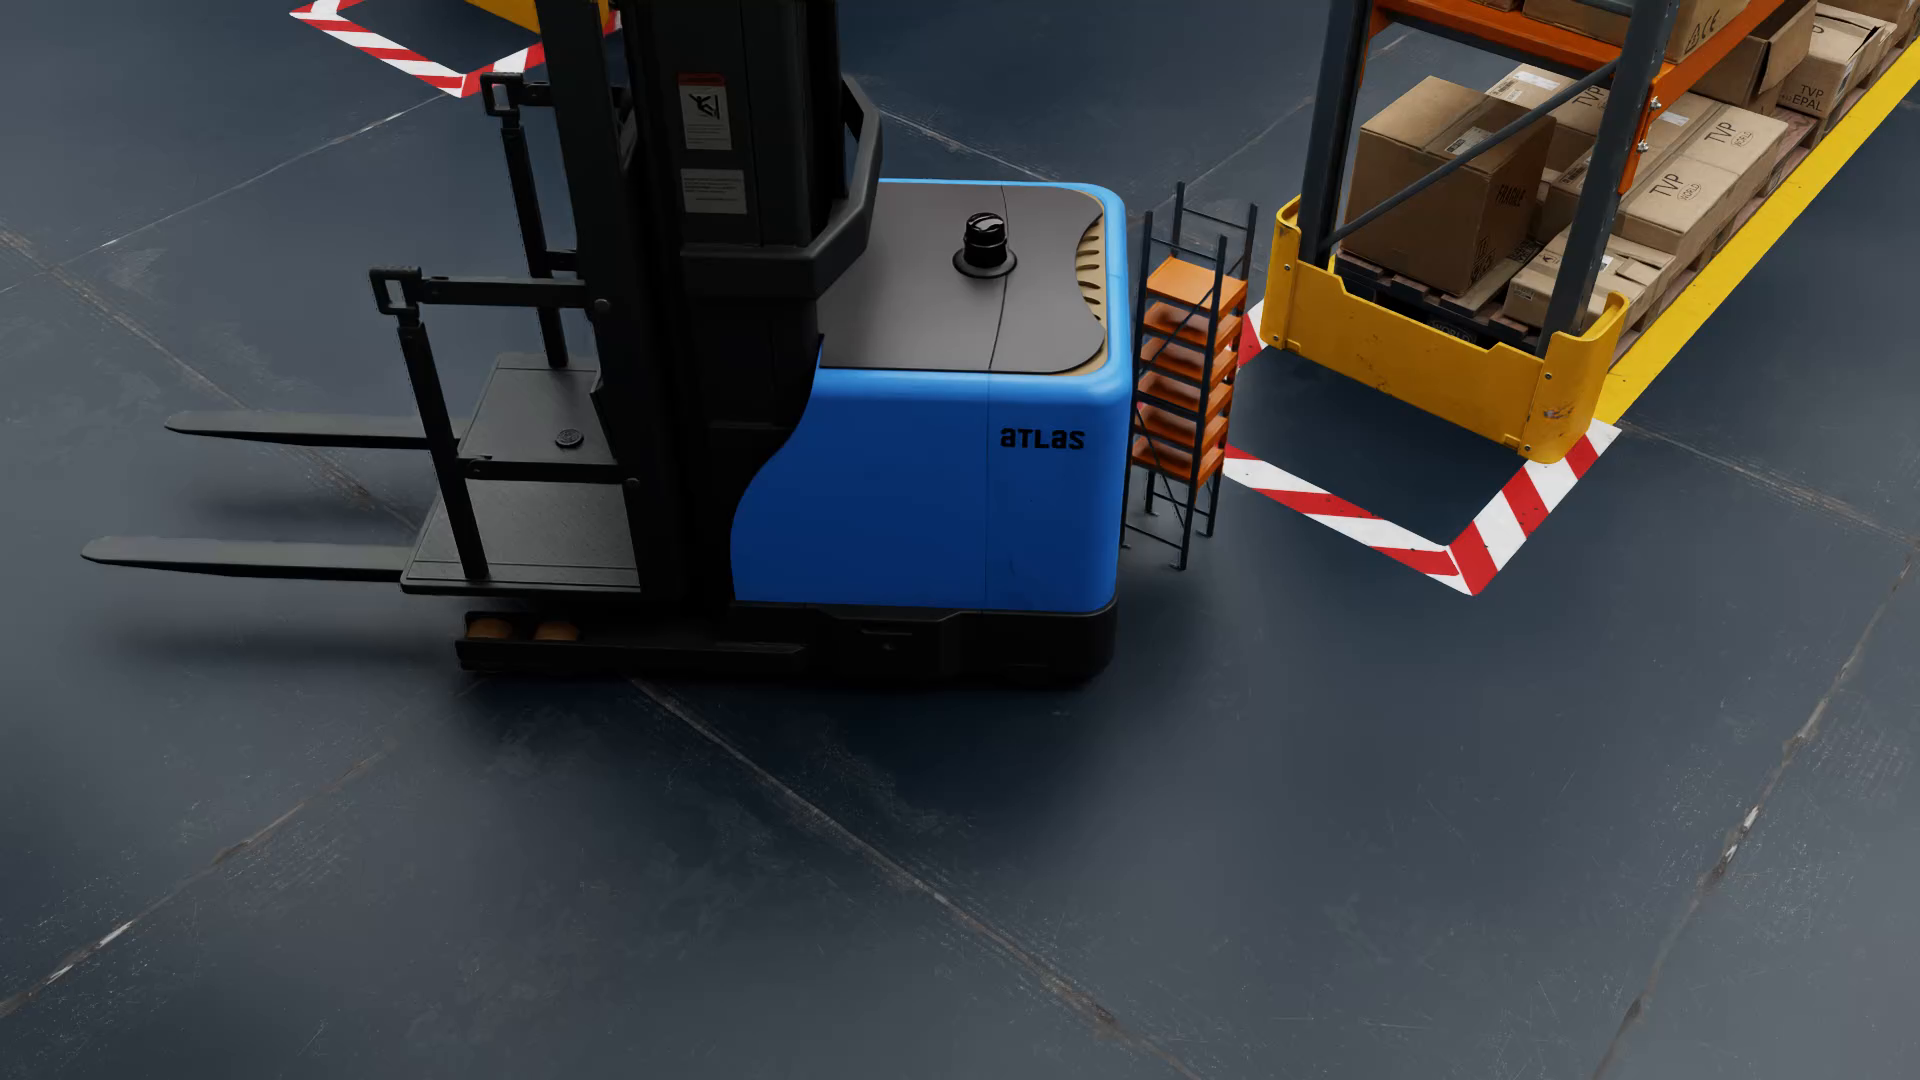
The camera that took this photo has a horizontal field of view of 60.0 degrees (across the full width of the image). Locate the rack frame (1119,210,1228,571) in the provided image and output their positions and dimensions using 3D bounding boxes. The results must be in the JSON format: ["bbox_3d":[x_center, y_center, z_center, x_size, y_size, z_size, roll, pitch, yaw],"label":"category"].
[{"bbox_3d":[0.597,-0.392,4.789,0.240,1.200,0.006,24,47,24],"label":"rack frame"}]

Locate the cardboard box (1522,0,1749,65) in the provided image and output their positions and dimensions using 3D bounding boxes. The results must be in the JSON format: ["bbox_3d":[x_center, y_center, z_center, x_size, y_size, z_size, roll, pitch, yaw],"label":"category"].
[{"bbox_3d":[2.062,-1.797,4.923,0.500,0.500,0.500,31,50,29],"label":"cardboard box"}]

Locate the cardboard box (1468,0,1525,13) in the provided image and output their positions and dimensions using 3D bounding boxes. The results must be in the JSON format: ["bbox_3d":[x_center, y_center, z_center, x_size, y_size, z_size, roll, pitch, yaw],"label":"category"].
[{"bbox_3d":[1.655,-2.031,5.180,0.500,0.500,0.500,31,51,30],"label":"cardboard box"}]

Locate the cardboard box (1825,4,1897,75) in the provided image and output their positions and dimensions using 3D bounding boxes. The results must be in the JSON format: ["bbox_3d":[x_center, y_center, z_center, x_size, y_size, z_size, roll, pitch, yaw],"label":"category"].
[{"bbox_3d":[3.804,-2.178,7.208,0.380,0.149,0.250,29,50,28],"label":"cardboard box"}]

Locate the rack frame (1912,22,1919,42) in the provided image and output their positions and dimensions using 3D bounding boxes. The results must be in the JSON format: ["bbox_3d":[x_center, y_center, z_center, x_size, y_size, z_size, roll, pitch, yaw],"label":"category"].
[{"bbox_3d":[4.149,-3.706,7.096,1.000,3.000,0.127,29,50,28],"label":"rack frame"}]

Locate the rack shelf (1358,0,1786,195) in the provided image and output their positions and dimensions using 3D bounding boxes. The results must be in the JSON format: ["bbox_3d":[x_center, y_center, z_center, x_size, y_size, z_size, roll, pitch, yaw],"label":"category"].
[{"bbox_3d":[2.862,-2.410,6.205,1.077,0.370,4.000,29,50,28],"label":"rack shelf"}]

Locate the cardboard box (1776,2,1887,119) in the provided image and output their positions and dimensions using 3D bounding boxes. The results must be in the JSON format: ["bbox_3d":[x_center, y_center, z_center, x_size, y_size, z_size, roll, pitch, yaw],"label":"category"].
[{"bbox_3d":[3.517,-2.071,6.970,0.500,0.311,0.500,29,50,28],"label":"cardboard box"}]

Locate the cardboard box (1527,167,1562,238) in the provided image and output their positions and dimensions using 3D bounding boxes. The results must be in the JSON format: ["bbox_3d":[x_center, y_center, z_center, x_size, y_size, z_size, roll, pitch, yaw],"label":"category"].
[{"bbox_3d":[2.066,-1.317,6.247,0.380,0.166,0.250,29,50,28],"label":"cardboard box"}]

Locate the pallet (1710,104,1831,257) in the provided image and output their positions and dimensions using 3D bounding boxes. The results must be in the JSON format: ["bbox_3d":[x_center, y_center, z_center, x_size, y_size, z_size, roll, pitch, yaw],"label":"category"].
[{"bbox_3d":[2.921,-1.690,6.951,1.003,0.211,1.213,29,50,28],"label":"pallet"}]

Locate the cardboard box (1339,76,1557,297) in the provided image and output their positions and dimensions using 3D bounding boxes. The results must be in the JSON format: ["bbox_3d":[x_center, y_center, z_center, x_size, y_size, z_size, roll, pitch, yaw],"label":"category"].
[{"bbox_3d":[1.736,-1.271,5.949,0.500,0.500,0.500,29,50,28],"label":"cardboard box"}]

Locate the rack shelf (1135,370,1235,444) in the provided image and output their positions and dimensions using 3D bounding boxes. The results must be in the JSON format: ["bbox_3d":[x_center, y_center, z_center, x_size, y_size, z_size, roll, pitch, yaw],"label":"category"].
[{"bbox_3d":[0.647,-0.411,4.876,0.258,0.103,0.180,24,47,24],"label":"rack shelf"}]

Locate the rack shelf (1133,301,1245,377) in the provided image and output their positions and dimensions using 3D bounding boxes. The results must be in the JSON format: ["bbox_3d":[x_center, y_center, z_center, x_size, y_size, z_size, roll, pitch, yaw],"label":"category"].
[{"bbox_3d":[0.647,-0.588,4.714,0.258,0.103,0.180,24,47,24],"label":"rack shelf"}]

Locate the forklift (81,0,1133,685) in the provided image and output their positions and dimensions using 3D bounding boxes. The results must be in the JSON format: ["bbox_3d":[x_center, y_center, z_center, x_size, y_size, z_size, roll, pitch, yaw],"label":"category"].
[{"bbox_3d":[-1.048,-1.045,4.221,3.031,2.935,1.130,2,42,2],"label":"forklift"}]

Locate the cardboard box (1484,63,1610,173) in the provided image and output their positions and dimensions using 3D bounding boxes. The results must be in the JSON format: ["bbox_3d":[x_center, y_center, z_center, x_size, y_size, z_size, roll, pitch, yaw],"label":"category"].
[{"bbox_3d":[2.370,-1.654,6.556,0.500,0.250,0.500,29,50,28],"label":"cardboard box"}]

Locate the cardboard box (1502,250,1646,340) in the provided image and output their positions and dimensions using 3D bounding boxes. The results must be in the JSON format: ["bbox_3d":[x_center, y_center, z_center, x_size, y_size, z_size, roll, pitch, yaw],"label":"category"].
[{"bbox_3d":[2.107,-0.821,5.715,0.380,0.149,0.250,29,50,28],"label":"cardboard box"}]

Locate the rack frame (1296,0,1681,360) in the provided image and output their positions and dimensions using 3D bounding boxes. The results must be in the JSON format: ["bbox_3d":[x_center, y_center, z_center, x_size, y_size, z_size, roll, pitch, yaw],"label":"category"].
[{"bbox_3d":[1.575,-1.646,4.831,1.000,3.000,0.127,29,50,28],"label":"rack frame"}]

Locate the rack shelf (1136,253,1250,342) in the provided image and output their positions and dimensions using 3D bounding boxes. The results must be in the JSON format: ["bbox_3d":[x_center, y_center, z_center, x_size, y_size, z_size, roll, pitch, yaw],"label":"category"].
[{"bbox_3d":[0.647,-0.677,4.634,0.258,0.103,0.180,24,47,24],"label":"rack shelf"}]

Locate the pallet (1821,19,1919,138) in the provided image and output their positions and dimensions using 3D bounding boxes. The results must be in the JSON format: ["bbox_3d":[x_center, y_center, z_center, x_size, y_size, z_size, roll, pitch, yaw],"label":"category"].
[{"bbox_3d":[3.706,-2.321,7.645,1.003,0.211,1.213,29,50,28],"label":"pallet"}]

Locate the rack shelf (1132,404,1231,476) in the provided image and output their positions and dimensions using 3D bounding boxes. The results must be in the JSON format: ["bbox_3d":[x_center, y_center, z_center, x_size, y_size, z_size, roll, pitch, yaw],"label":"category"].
[{"bbox_3d":[0.647,-0.322,4.957,0.258,0.103,0.180,24,47,24],"label":"rack shelf"}]

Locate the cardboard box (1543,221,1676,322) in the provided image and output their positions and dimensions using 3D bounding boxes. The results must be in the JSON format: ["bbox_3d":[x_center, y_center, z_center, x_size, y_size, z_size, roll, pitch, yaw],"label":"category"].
[{"bbox_3d":[2.268,-0.956,5.851,0.380,0.166,0.250,29,50,28],"label":"cardboard box"}]

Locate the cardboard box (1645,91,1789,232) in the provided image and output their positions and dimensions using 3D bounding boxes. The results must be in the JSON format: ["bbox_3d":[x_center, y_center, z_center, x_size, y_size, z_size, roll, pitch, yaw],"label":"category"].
[{"bbox_3d":[2.785,-1.463,6.347,0.500,0.250,0.500,29,50,28],"label":"cardboard box"}]

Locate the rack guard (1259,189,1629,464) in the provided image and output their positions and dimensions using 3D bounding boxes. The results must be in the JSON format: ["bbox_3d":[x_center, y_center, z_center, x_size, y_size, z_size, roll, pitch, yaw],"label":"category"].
[{"bbox_3d":[1.624,-0.760,5.714,1.175,0.500,0.348,29,50,28],"label":"rack guard"}]

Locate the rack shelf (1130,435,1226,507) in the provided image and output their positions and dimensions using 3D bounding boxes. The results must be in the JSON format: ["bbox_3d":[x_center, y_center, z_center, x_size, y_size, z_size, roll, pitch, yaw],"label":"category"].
[{"bbox_3d":[0.647,-0.233,5.037,0.258,0.103,0.180,24,47,24],"label":"rack shelf"}]

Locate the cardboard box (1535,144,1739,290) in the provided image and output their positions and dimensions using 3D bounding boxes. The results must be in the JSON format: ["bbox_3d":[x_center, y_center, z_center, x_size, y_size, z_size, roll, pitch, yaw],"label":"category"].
[{"bbox_3d":[2.463,-1.206,6.064,0.500,0.250,0.500,29,50,28],"label":"cardboard box"}]

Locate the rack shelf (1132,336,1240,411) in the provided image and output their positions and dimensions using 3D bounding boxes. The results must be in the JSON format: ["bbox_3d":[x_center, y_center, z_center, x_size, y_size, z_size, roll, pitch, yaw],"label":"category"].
[{"bbox_3d":[0.647,-0.500,4.795,0.258,0.103,0.180,24,47,24],"label":"rack shelf"}]

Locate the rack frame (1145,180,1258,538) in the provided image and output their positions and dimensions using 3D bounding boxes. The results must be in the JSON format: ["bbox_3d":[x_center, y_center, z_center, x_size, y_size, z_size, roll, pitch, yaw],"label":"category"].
[{"bbox_3d":[0.697,-0.495,4.903,0.240,1.200,0.006,24,47,24],"label":"rack frame"}]

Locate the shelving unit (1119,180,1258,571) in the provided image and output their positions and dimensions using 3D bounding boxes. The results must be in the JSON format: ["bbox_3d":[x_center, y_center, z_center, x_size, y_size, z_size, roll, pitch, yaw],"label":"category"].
[{"bbox_3d":[0.647,-0.444,4.846,0.258,1.200,0.189,24,47,24],"label":"shelving unit"}]

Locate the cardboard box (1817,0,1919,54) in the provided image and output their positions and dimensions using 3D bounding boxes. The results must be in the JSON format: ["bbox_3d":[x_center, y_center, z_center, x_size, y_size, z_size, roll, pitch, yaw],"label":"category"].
[{"bbox_3d":[3.999,-2.527,7.331,0.500,0.500,0.500,29,50,28],"label":"cardboard box"}]

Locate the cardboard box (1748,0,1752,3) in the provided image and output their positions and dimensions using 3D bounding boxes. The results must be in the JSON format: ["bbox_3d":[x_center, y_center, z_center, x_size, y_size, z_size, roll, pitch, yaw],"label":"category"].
[{"bbox_3d":[2.390,-2.065,5.217,0.500,0.500,0.500,29,50,28],"label":"cardboard box"}]

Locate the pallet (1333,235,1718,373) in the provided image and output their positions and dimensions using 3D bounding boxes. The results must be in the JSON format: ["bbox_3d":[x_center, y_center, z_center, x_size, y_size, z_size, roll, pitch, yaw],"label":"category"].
[{"bbox_3d":[2.136,-1.064,6.264,1.003,0.211,1.213,29,50,28],"label":"pallet"}]

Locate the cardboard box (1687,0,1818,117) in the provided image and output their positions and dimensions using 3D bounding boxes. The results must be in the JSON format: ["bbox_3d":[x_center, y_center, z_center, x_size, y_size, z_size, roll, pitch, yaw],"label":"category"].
[{"bbox_3d":[2.944,-1.975,6.721,0.797,0.503,0.637,29,50,28],"label":"cardboard box"}]

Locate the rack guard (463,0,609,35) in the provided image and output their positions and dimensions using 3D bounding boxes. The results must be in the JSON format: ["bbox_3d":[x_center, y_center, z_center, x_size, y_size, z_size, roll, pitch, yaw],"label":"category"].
[{"bbox_3d":[-2.220,-2.850,8.012,1.175,0.500,0.348,29,50,28],"label":"rack guard"}]

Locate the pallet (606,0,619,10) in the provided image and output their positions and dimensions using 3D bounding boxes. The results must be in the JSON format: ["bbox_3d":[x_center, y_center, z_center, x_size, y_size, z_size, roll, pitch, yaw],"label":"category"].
[{"bbox_3d":[-1.654,-3.169,8.578,1.003,0.211,1.213,29,50,28],"label":"pallet"}]
